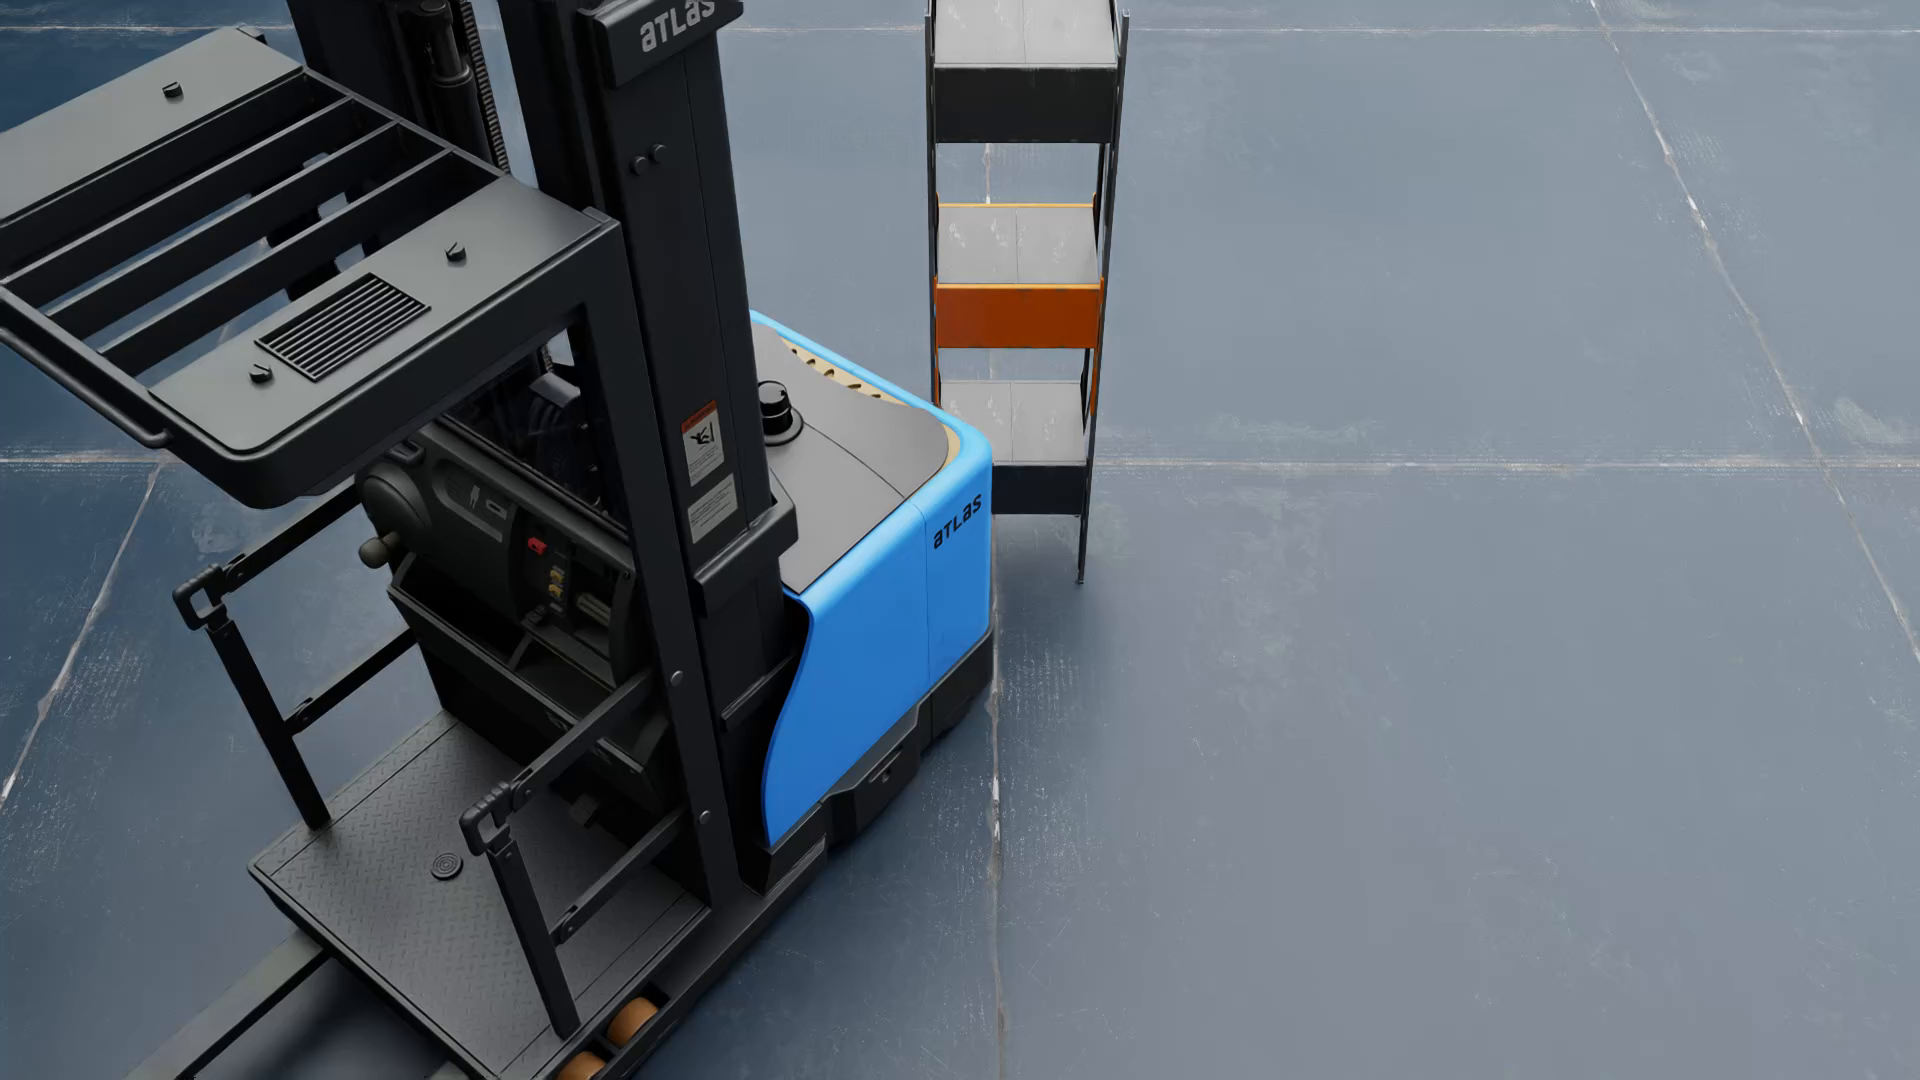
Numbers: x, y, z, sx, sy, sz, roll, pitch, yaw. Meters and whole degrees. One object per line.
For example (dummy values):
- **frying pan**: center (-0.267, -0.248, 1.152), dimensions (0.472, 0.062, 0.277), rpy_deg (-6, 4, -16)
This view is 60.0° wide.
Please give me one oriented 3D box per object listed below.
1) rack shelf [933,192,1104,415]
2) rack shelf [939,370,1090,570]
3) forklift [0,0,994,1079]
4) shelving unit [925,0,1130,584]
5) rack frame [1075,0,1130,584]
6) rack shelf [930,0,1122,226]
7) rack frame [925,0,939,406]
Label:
- **rack shelf**: center (0.166, -0.706, 4.991), dimensions (0.480, 0.518, 0.431), rpy_deg (0, 47, 0)
- **rack shelf**: center (0.166, -0.229, 5.503), dimensions (0.480, 0.518, 0.431), rpy_deg (0, 47, 0)
- **forklift**: center (-1.199, 0.085, 3.668), dimensions (1.130, 2.935, 3.031), rpy_deg (30, 54, 25)
- **shelving unit**: center (0.166, -0.715, 4.981), dimensions (0.503, 2.100, 0.431), rpy_deg (0, 47, 0)
- **rack frame**: center (0.410, -0.714, 4.980), dimensions (0.015, 2.100, 0.400), rpy_deg (0, 47, 0)
- **rack shelf**: center (0.166, -1.183, 4.479), dimensions (0.480, 0.518, 0.431), rpy_deg (0, 47, 0)
- **rack frame**: center (-0.078, -0.716, 4.982), dimensions (0.015, 2.100, 0.400), rpy_deg (0, 47, 0)
